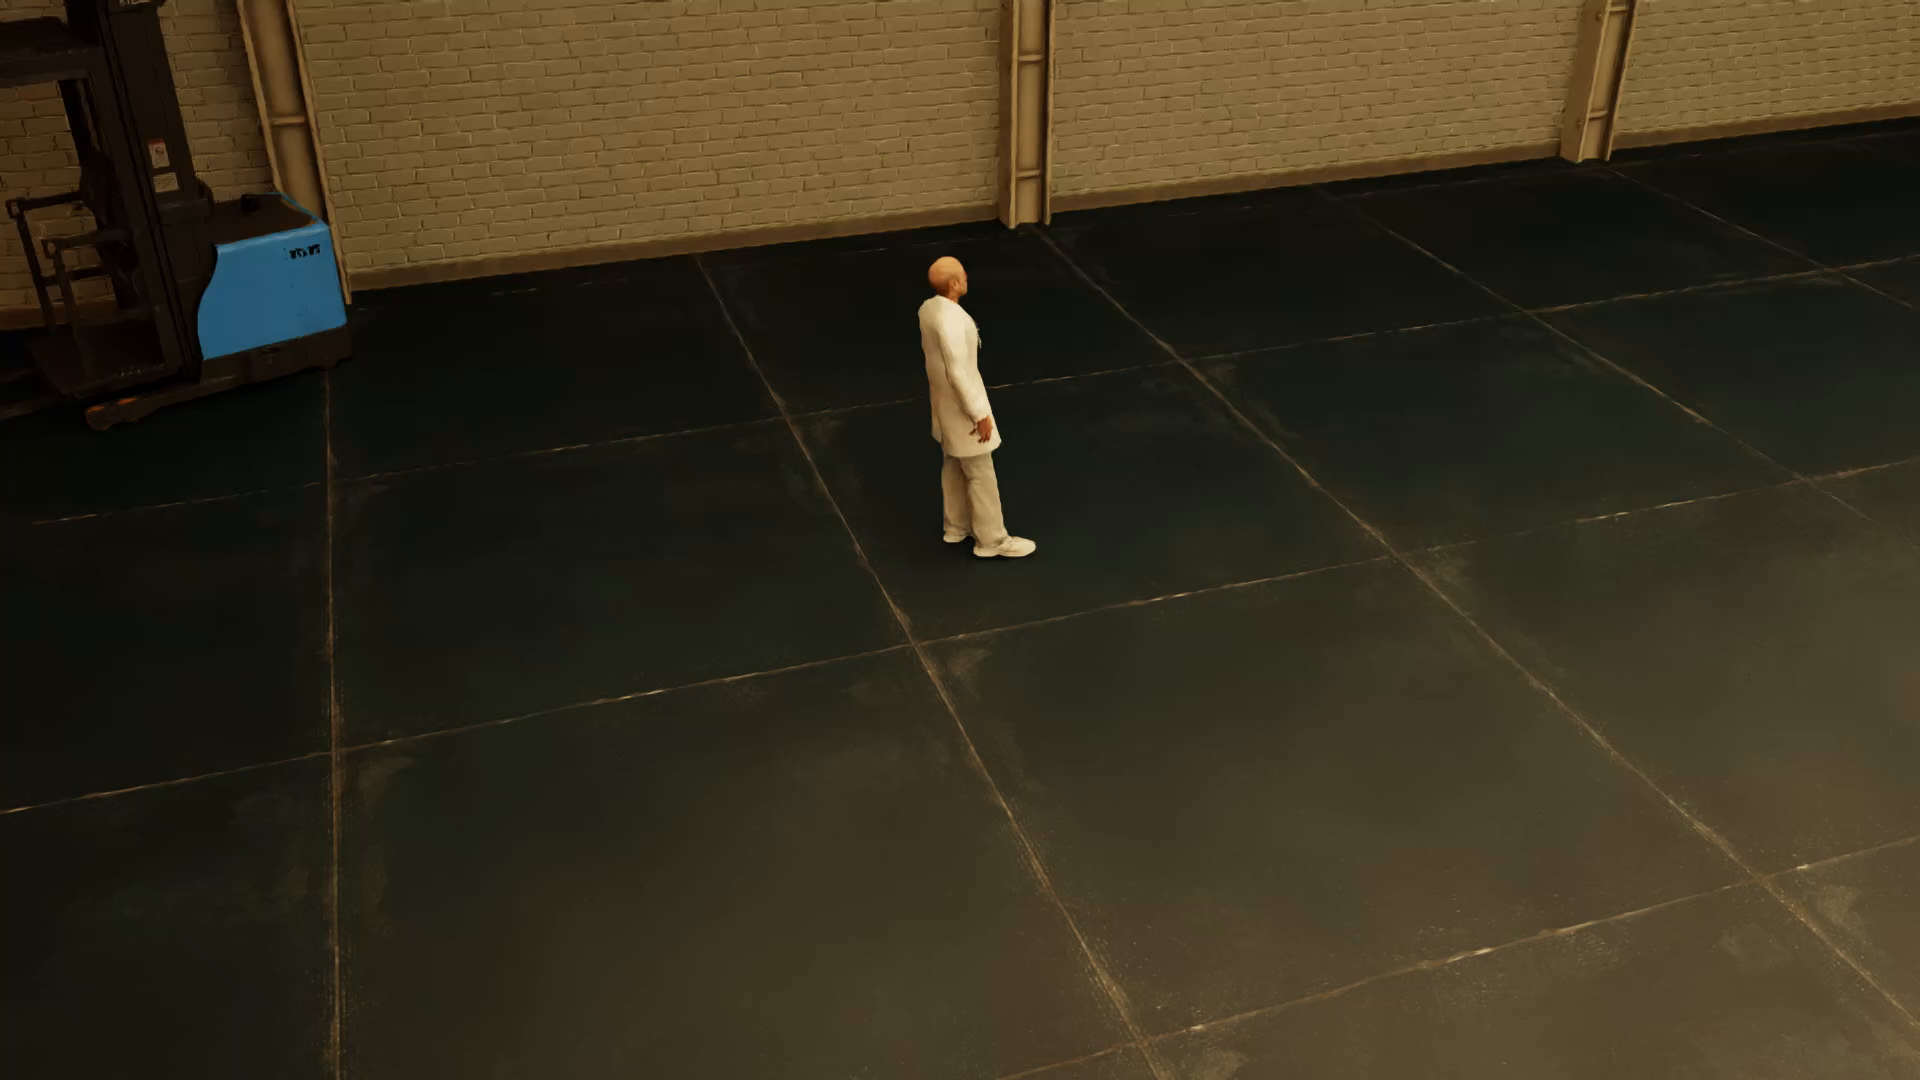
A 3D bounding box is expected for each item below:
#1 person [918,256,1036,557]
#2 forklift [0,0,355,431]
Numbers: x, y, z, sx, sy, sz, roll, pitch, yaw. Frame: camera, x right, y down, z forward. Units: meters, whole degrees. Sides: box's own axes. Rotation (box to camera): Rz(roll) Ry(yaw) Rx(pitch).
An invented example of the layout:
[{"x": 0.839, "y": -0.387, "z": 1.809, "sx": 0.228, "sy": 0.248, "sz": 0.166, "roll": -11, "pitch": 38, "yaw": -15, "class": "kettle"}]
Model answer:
[{"x": 0.088, "y": -0.789, "z": 9.600, "sx": 0.579, "sy": 1.776, "sz": 0.694, "roll": -10, "pitch": 31, "yaw": -16, "class": "person"}, {"x": -5.938, "y": -2.312, "z": 11.105, "sx": 3.031, "sy": 2.935, "sz": 1.130, "roll": -22, "pitch": 36, "yaw": -33, "class": "forklift"}]
